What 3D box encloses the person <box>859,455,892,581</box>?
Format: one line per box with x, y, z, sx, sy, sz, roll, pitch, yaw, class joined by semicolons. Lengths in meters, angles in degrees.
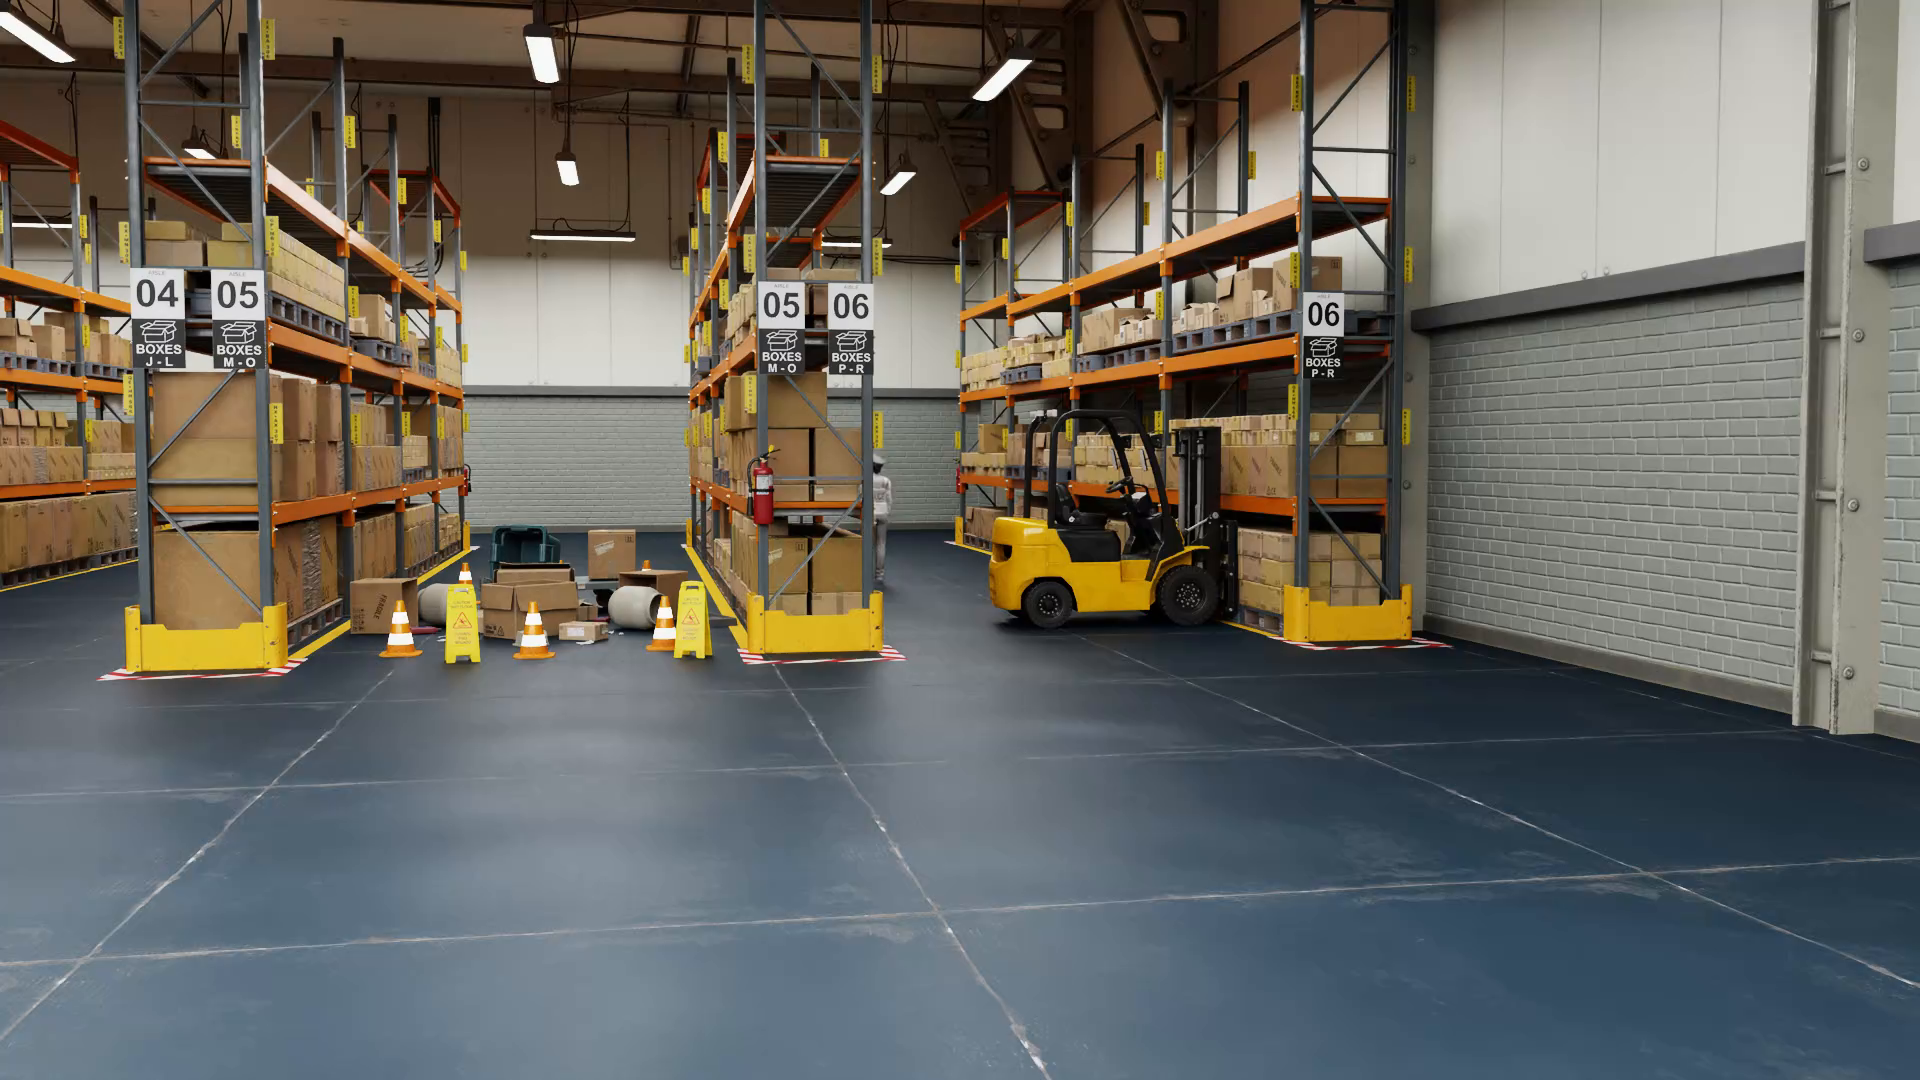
-1.136;-0.285;22.105;0.464;1.701;0.784;-1;3;-11;person
